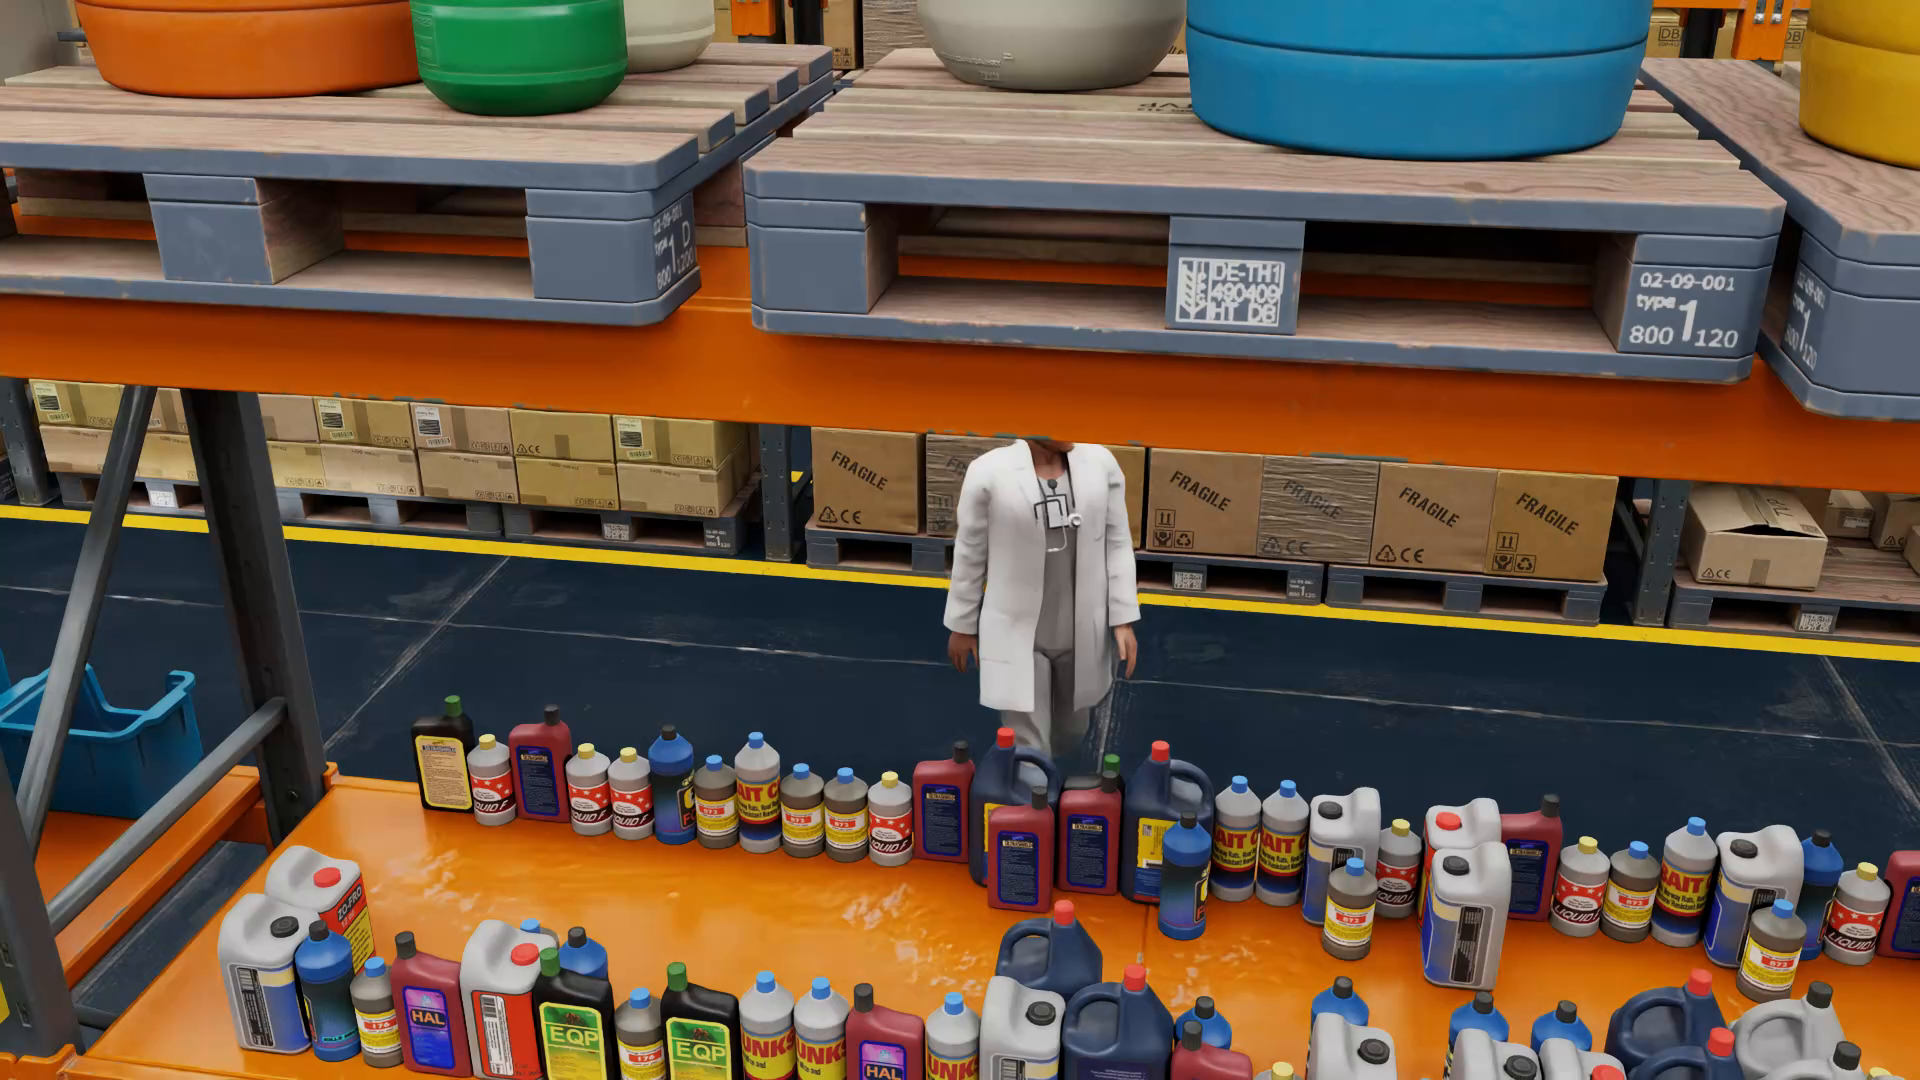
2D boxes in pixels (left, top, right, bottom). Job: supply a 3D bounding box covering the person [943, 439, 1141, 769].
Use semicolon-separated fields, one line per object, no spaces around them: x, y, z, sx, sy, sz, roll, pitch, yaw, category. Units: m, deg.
0.275;0.343;5.502;0.630;1.649;1.012;-6;25;-12;person
